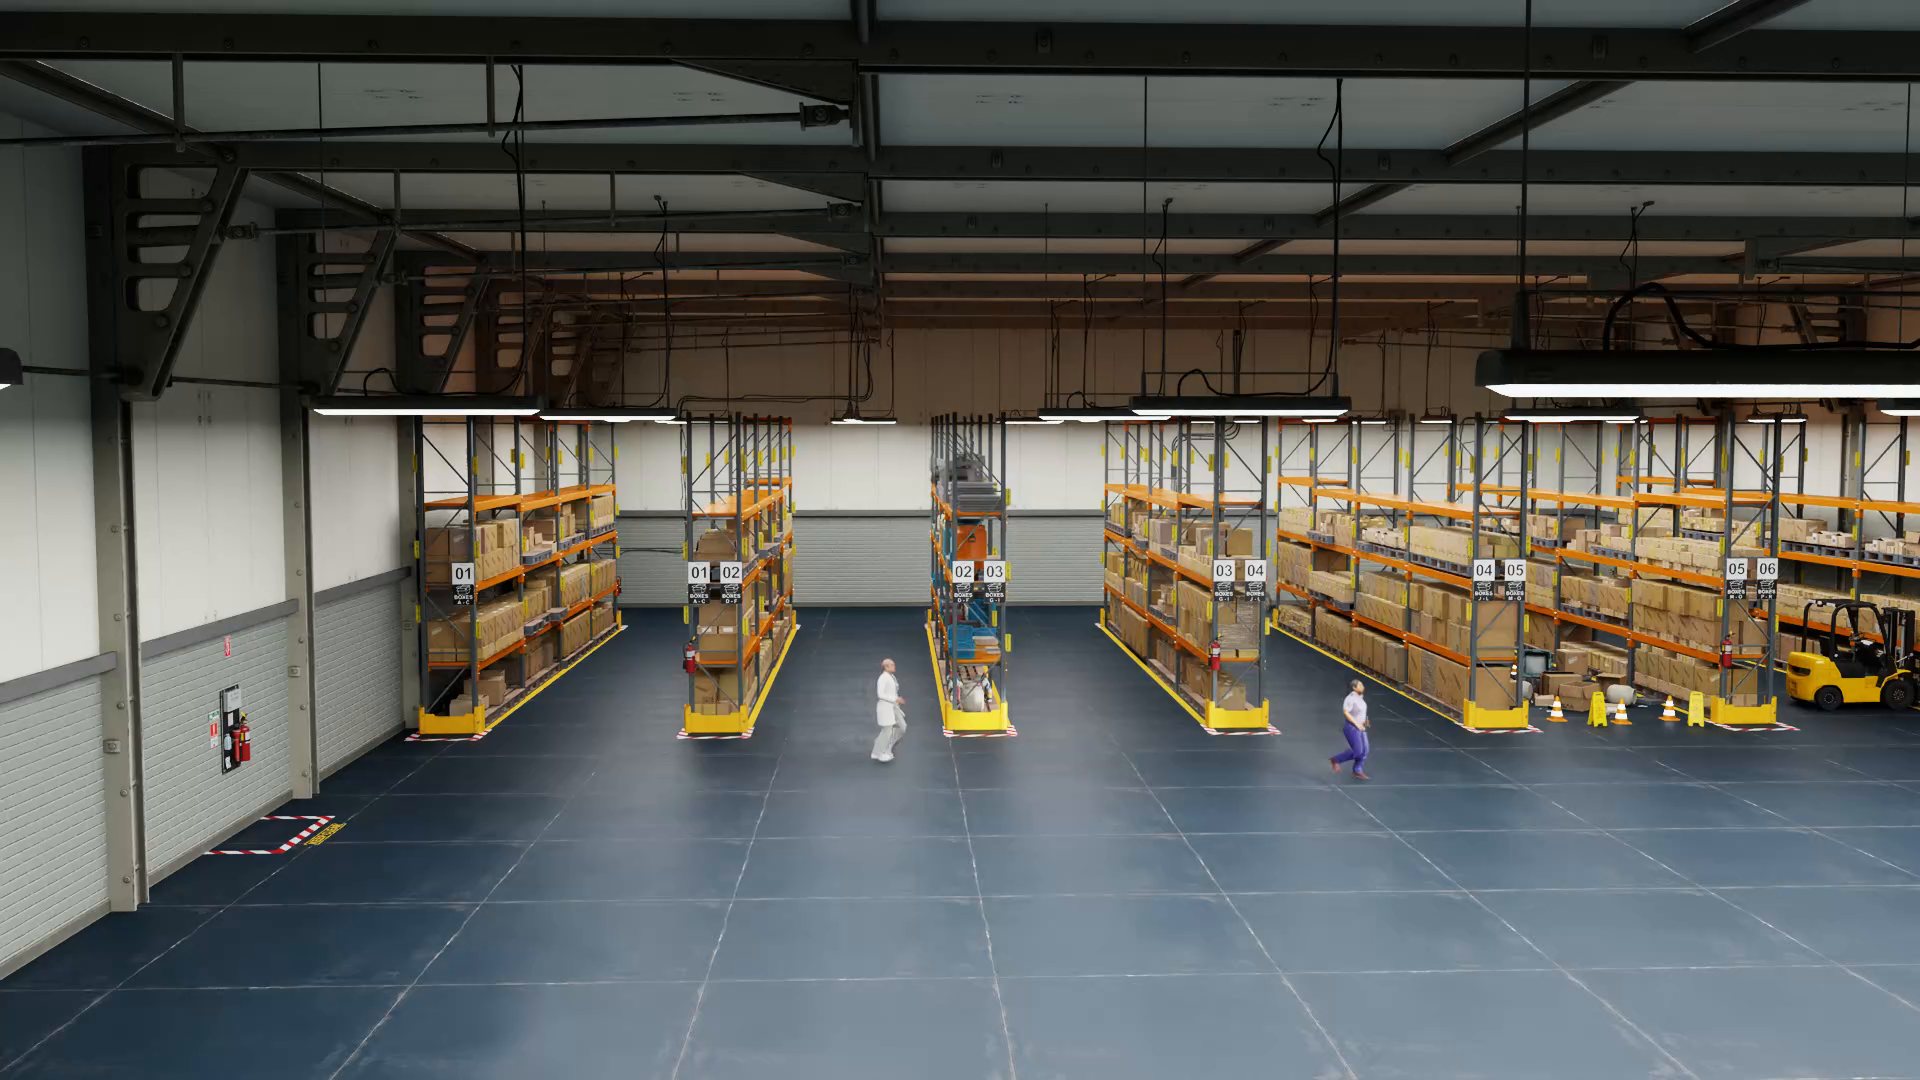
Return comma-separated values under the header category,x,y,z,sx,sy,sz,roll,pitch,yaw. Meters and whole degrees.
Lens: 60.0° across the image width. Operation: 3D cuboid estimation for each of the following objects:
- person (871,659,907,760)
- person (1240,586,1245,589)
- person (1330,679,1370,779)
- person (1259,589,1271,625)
category,x,y,z,sx,sy,sz,roll,pitch,yaw
person,-1.202,2.909,28.453,0.696,1.757,0.710,1,4,20
person,8.464,1.612,48.829,0.743,1.642,0.756,-2,4,-26
person,6.399,3.077,27.159,0.628,1.629,0.629,2,5,30
person,7.959,1.912,44.286,0.661,1.621,0.544,0,4,5
